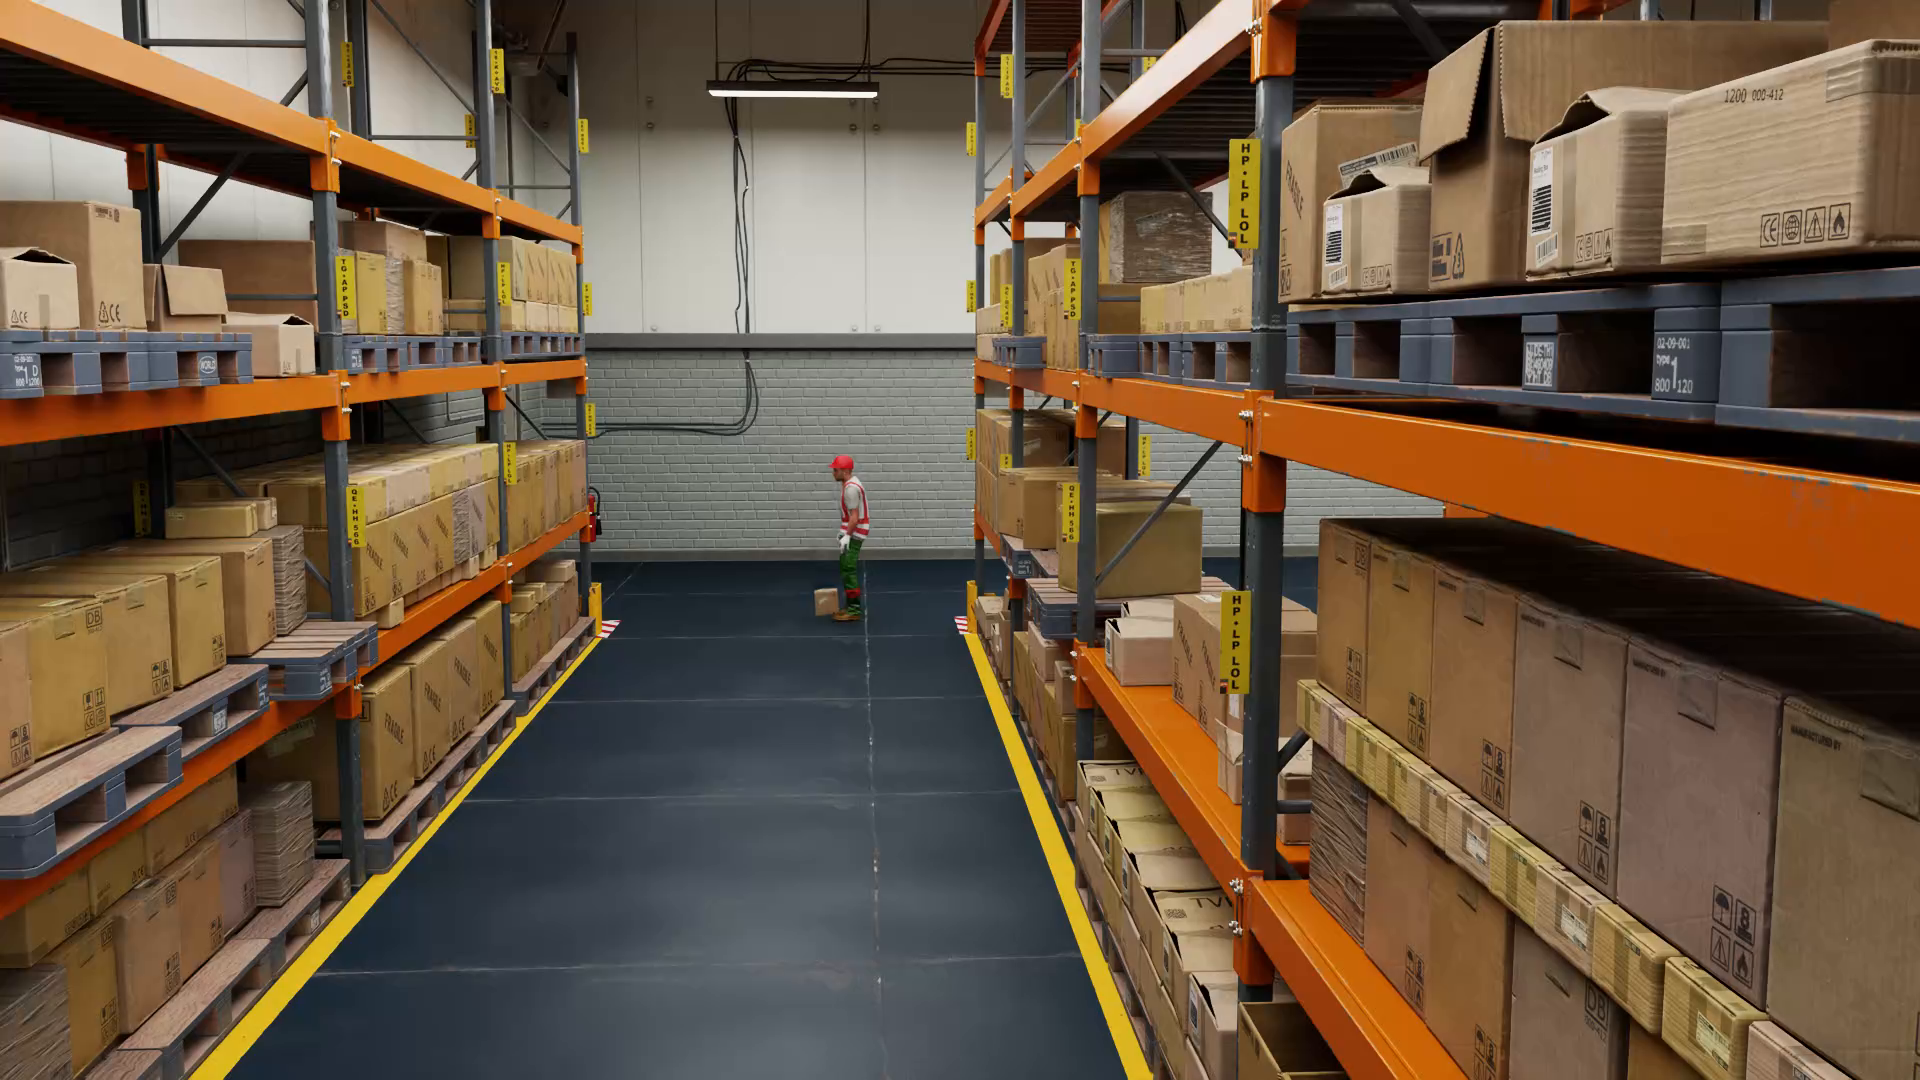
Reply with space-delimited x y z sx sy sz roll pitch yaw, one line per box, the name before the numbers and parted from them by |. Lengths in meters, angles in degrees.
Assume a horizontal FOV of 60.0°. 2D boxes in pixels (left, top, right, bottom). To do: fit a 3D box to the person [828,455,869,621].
person | -1.199 -0.027 17.896 0.438 1.781 0.574 -1 7 -6
